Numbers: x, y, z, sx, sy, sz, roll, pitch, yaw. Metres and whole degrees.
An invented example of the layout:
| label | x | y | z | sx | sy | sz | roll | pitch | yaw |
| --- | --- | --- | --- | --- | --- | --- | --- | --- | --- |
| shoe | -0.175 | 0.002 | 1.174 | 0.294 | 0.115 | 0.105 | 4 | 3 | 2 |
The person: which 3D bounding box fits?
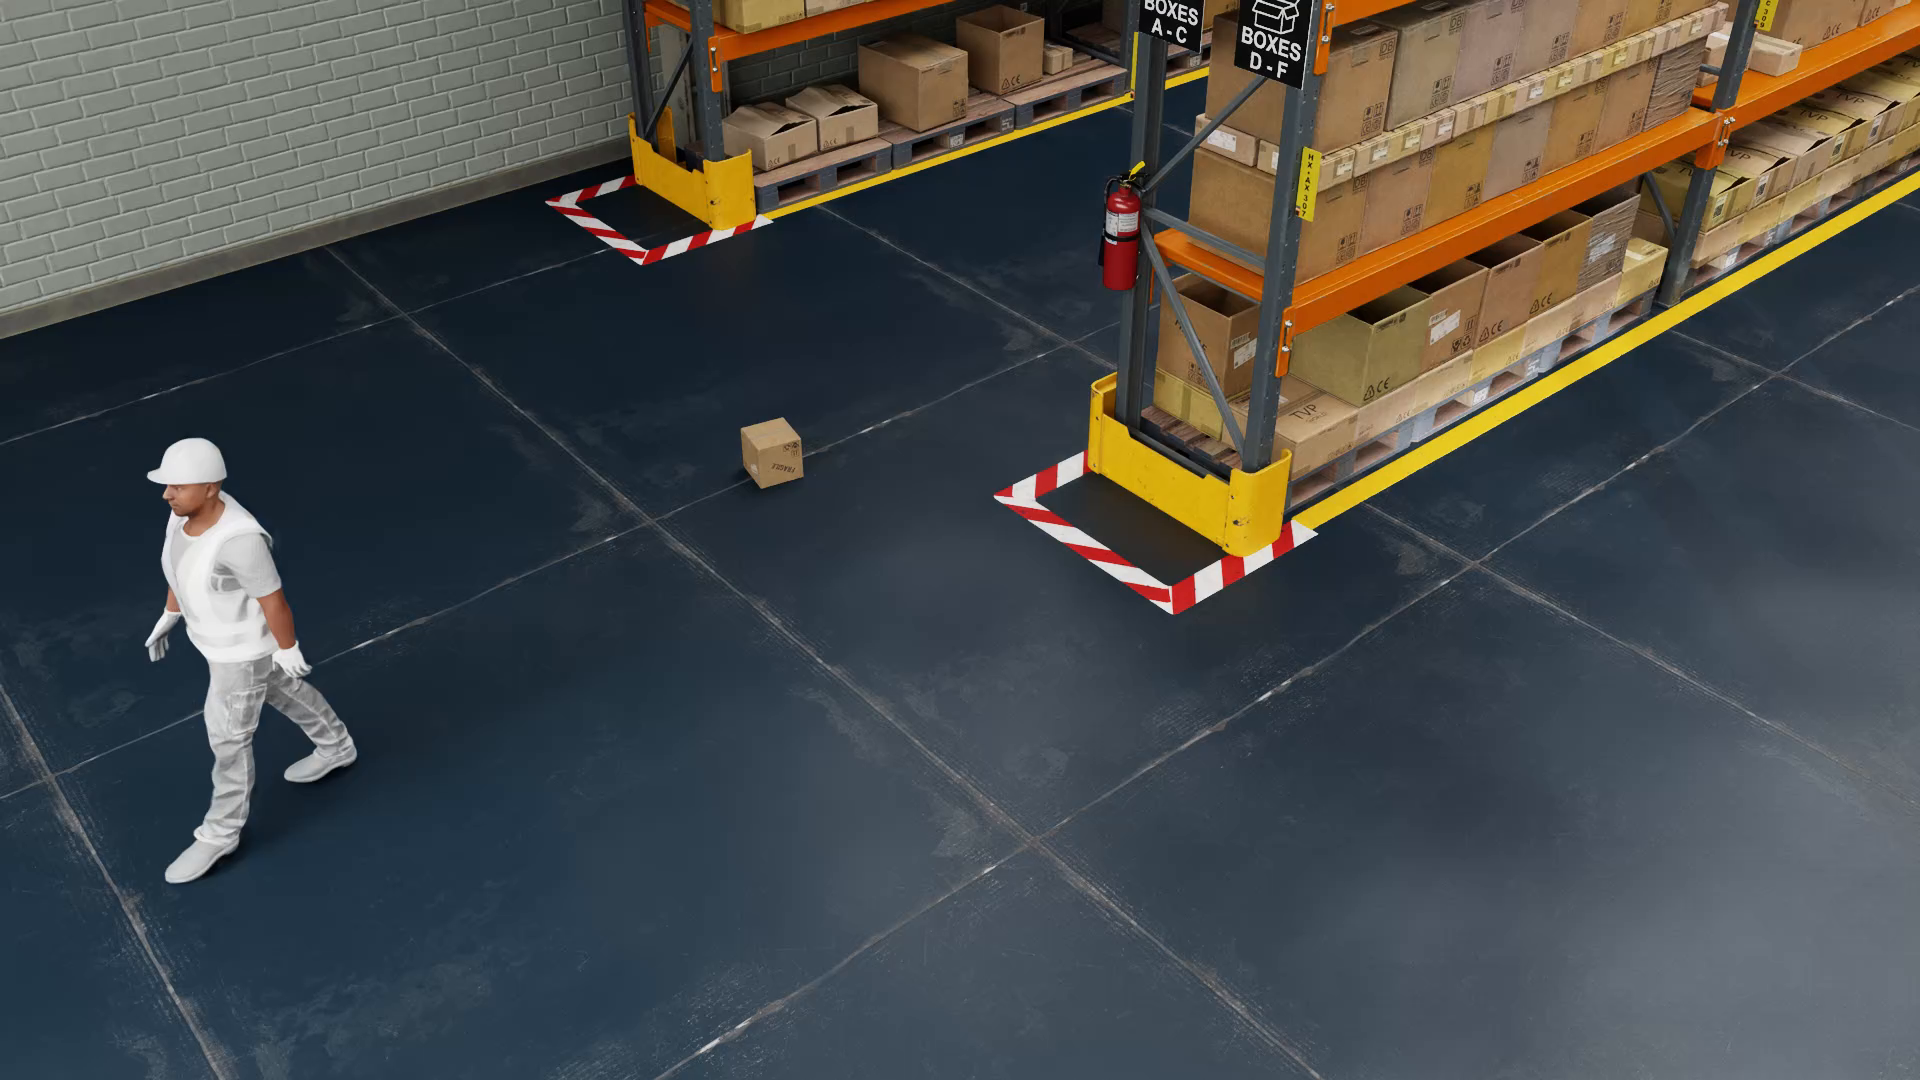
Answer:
| label | x | y | z | sx | sy | sz | roll | pitch | yaw |
| --- | --- | --- | --- | --- | --- | --- | --- | --- | --- |
| person | -2.927 | 0.416 | 6.455 | 0.897 | 1.755 | 0.553 | -27 | 44 | -33 |
